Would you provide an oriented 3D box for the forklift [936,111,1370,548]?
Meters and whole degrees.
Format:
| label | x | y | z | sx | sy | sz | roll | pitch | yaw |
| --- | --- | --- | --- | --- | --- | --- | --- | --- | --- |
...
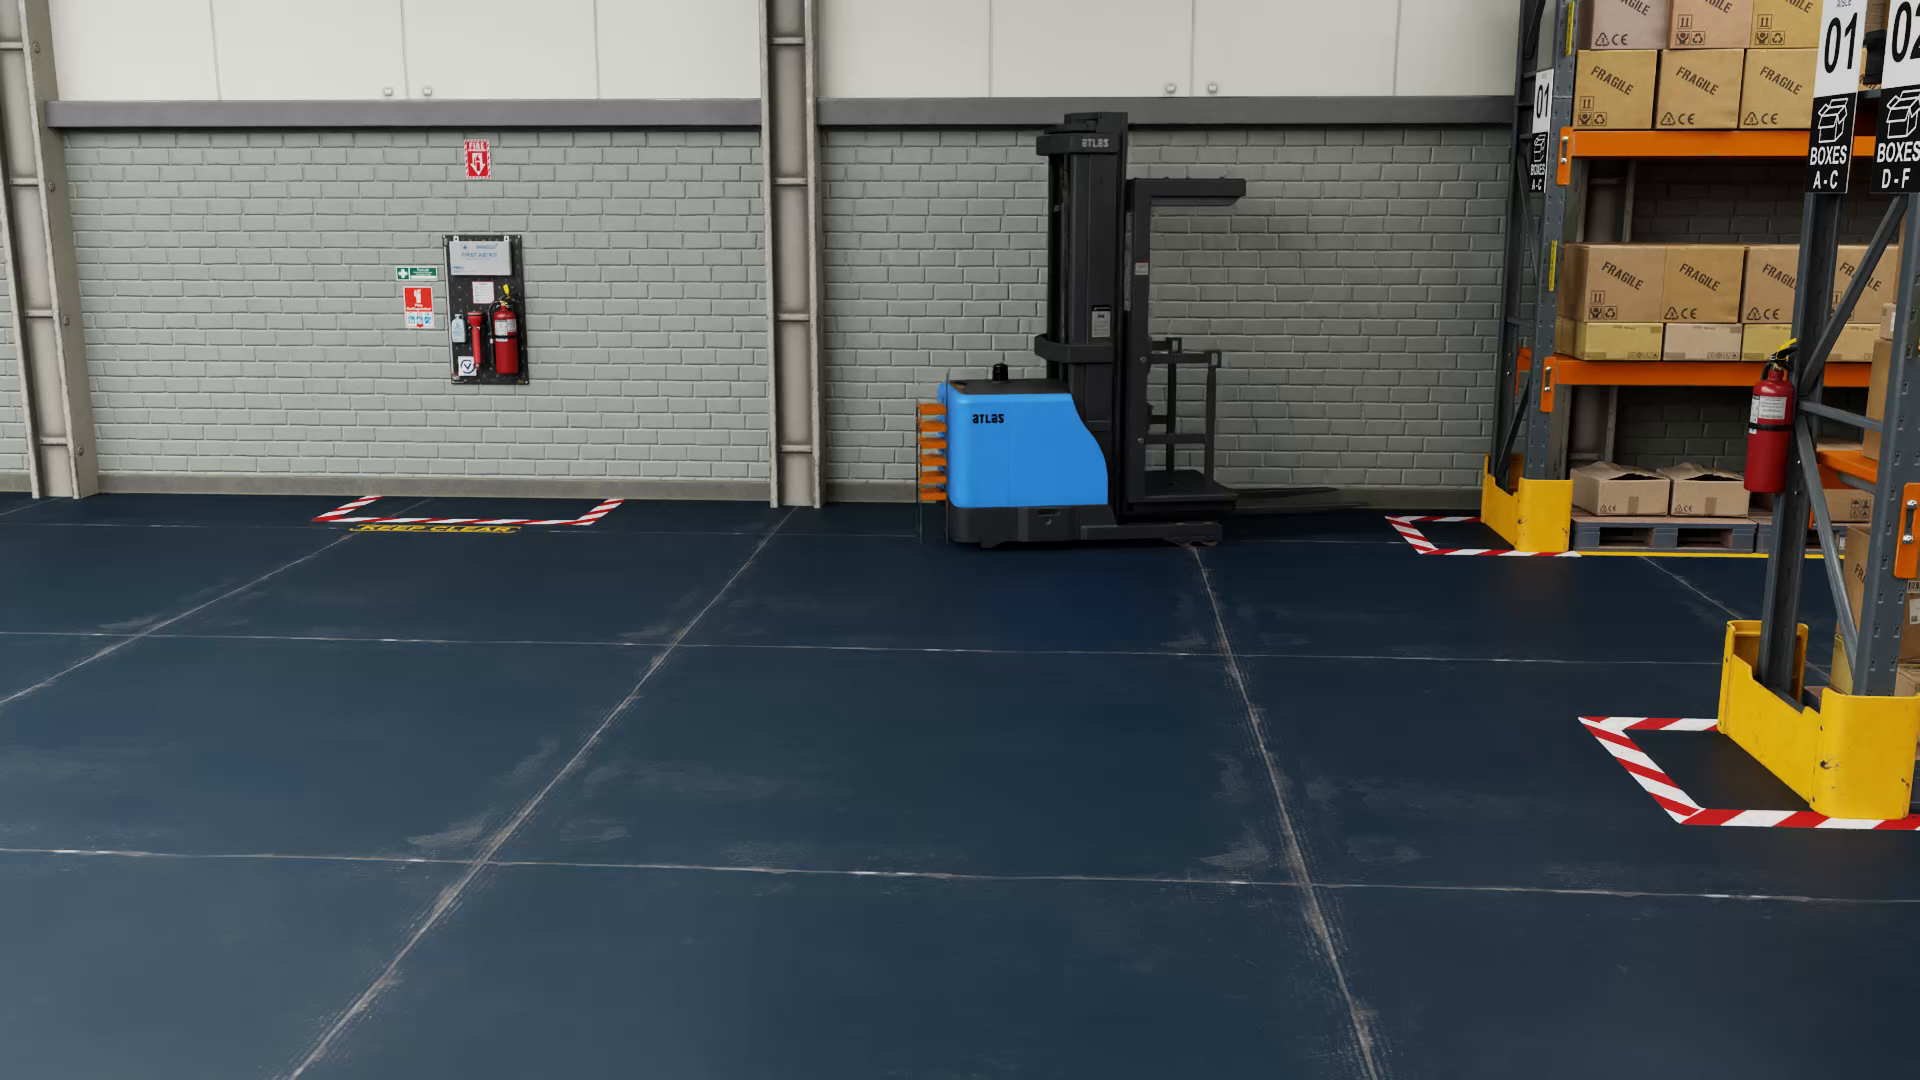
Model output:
| label | x | y | z | sx | sy | sz | roll | pitch | yaw |
| --- | --- | --- | --- | --- | --- | --- | --- | --- | --- |
| forklift | 1.386 | -1.493 | 11.746 | 3.031 | 2.935 | 1.130 | -2 | 12 | -8 |

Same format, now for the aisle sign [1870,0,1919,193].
| label | x | y | z | sx | sy | sz | roll | pitch | yaw |
| --- | --- | --- | --- | --- | --- | --- | --- | --- | --- |
| aisle sign | 3.545 | -1.702 | 6.227 | 0.004 | 0.787 | 0.394 | 1 | 12 | 4 |

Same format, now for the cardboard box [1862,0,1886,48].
| label | x | y | z | sx | sy | sz | roll | pitch | yaw |
| --- | --- | --- | --- | --- | --- | --- | --- | --- | --- |
| cardboard box | 5.943 | -3.542 | 11.313 | 0.500 | 0.500 | 0.500 | 1 | 12 | 4 |

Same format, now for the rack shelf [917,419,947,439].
| label | x | y | z | sx | sy | sz | roll | pitch | yaw |
| --- | --- | --- | --- | --- | --- | --- | --- | --- | --- |
| rack shelf | -0.199 | -0.771 | 11.570 | 0.180 | 0.103 | 0.258 | -2 | 12 | -8 |

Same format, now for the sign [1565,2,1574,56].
| label | x | y | z | sx | sy | sz | roll | pitch | yaw |
| --- | --- | --- | --- | --- | --- | --- | --- | --- | --- |
| sign | 3.922 | -3.288 | 10.700 | 0.005 | 0.325 | 0.100 | 1 | 12 | 4 |

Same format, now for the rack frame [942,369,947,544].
| label | x | y | z | sx | sy | sz | roll | pitch | yaw |
| --- | --- | --- | --- | --- | --- | --- | --- | --- | --- |
| rack frame | -0.108 | -0.583 | 11.624 | 0.006 | 1.200 | 0.240 | -2 | 12 | -8 |

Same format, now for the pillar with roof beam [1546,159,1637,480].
| label | x | y | z | sx | sy | sz | roll | pitch | yaw |
| --- | --- | --- | --- | --- | --- | --- | --- | --- | --- |
| pillar with roof beam | 4.427 | -3.727 | 7.607 | 0.400 | 9.000 | 9.100 | 1 | 12 | 4 |

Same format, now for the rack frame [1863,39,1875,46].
| label | x | y | z | sx | sy | sz | roll | pitch | yaw |
| --- | --- | --- | --- | --- | --- | --- | --- | --- | --- |
| rack frame | 3.631 | -3.427 | 6.174 | 0.127 | 3.000 | 1.000 | 1 | 12 | 4 |

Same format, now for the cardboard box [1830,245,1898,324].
| label | x | y | z | sx | sy | sz | roll | pitch | yaw |
| --- | --- | --- | --- | --- | --- | --- | --- | --- | --- |
| cardboard box | 5.938 | -1.717 | 11.134 | 0.500 | 0.500 | 0.500 | 1 | 12 | 6 |

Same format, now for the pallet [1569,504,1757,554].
| label | x | y | z | sx | sy | sz | roll | pitch | yaw |
| --- | --- | --- | --- | --- | --- | --- | --- | --- | --- |
| pallet | 4.842 | -0.119 | 11.819 | 1.213 | 0.211 | 1.003 | 1 | 12 | 4 |

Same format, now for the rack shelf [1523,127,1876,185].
| label | x | y | z | sx | sy | sz | roll | pitch | yaw |
| --- | --- | --- | --- | --- | --- | --- | --- | --- | --- |
| rack shelf | 5.954 | -2.592 | 11.262 | 4.000 | 0.370 | 1.077 | 1 | 12 | 4 |

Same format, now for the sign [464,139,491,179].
| label | x | y | z | sx | sy | sz | roll | pitch | yaw |
| --- | --- | --- | --- | --- | --- | --- | --- | --- | --- |
| sign | -3.737 | -2.949 | 12.877 | 0.199 | 0.298 | 0.001 | 1 | 12 | 4 |

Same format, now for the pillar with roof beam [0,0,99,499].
| label | x | y | z | sx | sy | sz | roll | pitch | yaw |
| --- | --- | --- | --- | --- | --- | --- | --- | --- | --- |
| pillar with roof beam | -7.546 | -3.891 | 8.392 | 0.400 | 9.000 | 9.100 | 1 | 12 | 4 |

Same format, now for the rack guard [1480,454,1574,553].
| label | x | y | z | sx | sy | sz | roll | pitch | yaw |
| --- | --- | --- | --- | --- | --- | --- | --- | --- | --- |
| rack guard | 4.034 | -0.278 | 11.877 | 0.348 | 0.500 | 1.175 | 1 | 12 | 4 |

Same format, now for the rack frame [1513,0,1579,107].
| label | x | y | z | sx | sy | sz | roll | pitch | yaw |
| --- | --- | --- | --- | --- | --- | --- | --- | --- | --- |
| rack frame | 3.958 | -4.439 | 11.012 | 0.127 | 3.000 | 1.000 | 1 | 12 | 4 |

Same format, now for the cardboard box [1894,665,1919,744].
| label | x | y | z | sx | sy | sz | roll | pitch | yaw |
| --- | --- | --- | --- | --- | --- | --- | --- | --- | --- |
| cardboard box | 4.151 | 0.702 | 6.774 | 0.500 | 0.250 | 0.500 | 1 | 12 | 4 |

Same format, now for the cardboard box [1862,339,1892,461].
| label | x | y | z | sx | sy | sz | roll | pitch | yaw |
| --- | --- | --- | --- | --- | --- | --- | --- | --- | --- |
| cardboard box | 4.096 | -0.531 | 6.735 | 0.500 | 0.500 | 0.700 | 1 | 12 | 4 |

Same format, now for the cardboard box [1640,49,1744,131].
| label | x | y | z | sx | sy | sz | roll | pitch | yaw |
| --- | --- | --- | --- | --- | --- | --- | --- | --- | --- |
| cardboard box | 4.809 | -2.959 | 10.971 | 0.500 | 0.500 | 0.500 | 2 | 12 | 8 |

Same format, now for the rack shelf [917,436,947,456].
| label | x | y | z | sx | sy | sz | roll | pitch | yaw |
| --- | --- | --- | --- | --- | --- | --- | --- | --- | --- |
| rack shelf | -0.199 | -0.654 | 11.595 | 0.180 | 0.103 | 0.258 | -2 | 12 | -8 |

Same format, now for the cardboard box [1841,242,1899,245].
| label | x | y | z | sx | sy | sz | roll | pitch | yaw |
| --- | --- | --- | --- | --- | --- | --- | --- | --- | --- |
| cardboard box | 6.482 | -1.816 | 11.611 | 0.500 | 0.500 | 0.500 | 1 | 12 | 5 |

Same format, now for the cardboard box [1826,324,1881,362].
| label | x | y | z | sx | sy | sz | roll | pitch | yaw |
| --- | --- | --- | --- | --- | --- | --- | --- | --- | --- |
| cardboard box | 5.955 | -1.348 | 11.203 | 0.500 | 0.250 | 0.500 | 1 | 12 | 4 |

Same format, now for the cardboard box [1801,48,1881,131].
| label | x | y | z | sx | sy | sz | roll | pitch | yaw |
| --- | --- | --- | --- | --- | --- | --- | --- | --- | --- |
| cardboard box | 5.863 | -2.950 | 10.927 | 0.500 | 0.500 | 0.500 | 2 | 12 | 7 |

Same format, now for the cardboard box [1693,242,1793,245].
| label | x | y | z | sx | sy | sz | roll | pitch | yaw |
| --- | --- | --- | --- | --- | --- | --- | --- | --- | --- |
| cardboard box | 5.461 | -1.828 | 11.668 | 0.500 | 0.500 | 0.500 | 0 | 12 | 2 |

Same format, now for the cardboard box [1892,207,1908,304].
| label | x | y | z | sx | sy | sz | roll | pitch | yaw |
| --- | --- | --- | --- | --- | --- | --- | --- | --- | --- |
| cardboard box | 4.149 | -1.165 | 6.599 | 0.500 | 0.500 | 0.700 | 1 | 12 | 4 |

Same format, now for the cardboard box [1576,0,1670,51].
| label | x | y | z | sx | sy | sz | roll | pitch | yaw |
| --- | --- | --- | --- | --- | --- | --- | --- | --- | --- |
| cardboard box | 4.326 | -3.464 | 10.942 | 0.500 | 0.500 | 0.500 | 0 | 12 | 0 |

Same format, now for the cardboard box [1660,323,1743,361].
| label | x | y | z | sx | sy | sz | roll | pitch | yaw |
| --- | --- | --- | --- | --- | --- | --- | --- | --- | --- |
| cardboard box | 4.943 | -1.363 | 11.278 | 0.500 | 0.250 | 0.500 | 0 | 12 | 2 |

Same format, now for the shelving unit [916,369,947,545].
| label | x | y | z | sx | sy | sz | roll | pitch | yaw |
| --- | --- | --- | --- | --- | --- | --- | --- | --- | --- |
| shelving unit | -0.199 | -0.580 | 11.611 | 0.189 | 1.200 | 0.258 | -2 | 12 | -8 |

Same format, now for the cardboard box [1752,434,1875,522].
| label | x | y | z | sx | sy | sz | roll | pitch | yaw |
| --- | --- | --- | --- | --- | --- | --- | --- | --- | --- |
| cardboard box | 5.940 | -0.439 | 11.570 | 0.500 | 0.500 | 0.700 | 0 | 12 | 0 |

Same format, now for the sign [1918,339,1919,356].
| label | x | y | z | sx | sy | sz | roll | pitch | yaw |
| --- | --- | --- | --- | --- | --- | --- | --- | --- | --- |
| sign | 3.588 | -0.840 | 6.150 | 0.005 | 0.325 | 0.100 | 1 | 12 | 4 |

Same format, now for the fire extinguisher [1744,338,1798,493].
| label | x | y | z | sx | sy | sz | roll | pitch | yaw |
| --- | --- | --- | --- | --- | --- | --- | --- | --- | --- |
| fire extinguisher | 3.544 | -0.549 | 7.258 | 0.183 | 0.674 | 0.296 | 1 | 12 | 4 |

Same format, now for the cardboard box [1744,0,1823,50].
| label | x | y | z | sx | sy | sz | roll | pitch | yaw |
| --- | --- | --- | --- | --- | --- | --- | --- | --- | --- |
| cardboard box | 5.336 | -3.442 | 10.837 | 0.500 | 0.500 | 0.500 | 1 | 12 | 5 |

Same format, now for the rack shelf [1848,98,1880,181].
| label | x | y | z | sx | sy | sz | roll | pitch | yaw |
| --- | --- | --- | --- | --- | --- | --- | --- | --- | --- |
| rack shelf | 5.627 | -1.580 | 6.424 | 4.000 | 0.370 | 1.077 | 1 | 12 | 4 |

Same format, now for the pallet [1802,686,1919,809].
| label | x | y | z | sx | sy | sz | roll | pitch | yaw |
| --- | --- | --- | --- | --- | --- | --- | --- | --- | --- |
| pallet | 4.397 | 0.876 | 7.065 | 1.213 | 0.211 | 1.003 | 1 | 12 | 4 |

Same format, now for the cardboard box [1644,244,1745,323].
| label | x | y | z | sx | sy | sz | roll | pitch | yaw |
| --- | --- | --- | --- | --- | --- | --- | --- | --- | --- |
| cardboard box | 4.907 | -1.730 | 11.196 | 0.500 | 0.500 | 0.500 | 1 | 12 | 4 |

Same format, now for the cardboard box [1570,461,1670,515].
| label | x | y | z | sx | sy | sz | roll | pitch | yaw |
| --- | --- | --- | --- | --- | --- | --- | --- | --- | --- |
| cardboard box | 4.643 | -0.374 | 11.723 | 0.500 | 0.311 | 0.500 | -1 | 12 | -3 |

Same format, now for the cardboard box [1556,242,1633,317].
| label | x | y | z | sx | sy | sz | roll | pitch | yaw |
| --- | --- | --- | --- | --- | --- | --- | --- | --- | --- |
| cardboard box | 4.443 | -1.843 | 11.740 | 0.500 | 0.500 | 0.500 | 1 | 12 | 3 |

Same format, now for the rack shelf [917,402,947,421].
| label | x | y | z | sx | sy | sz | roll | pitch | yaw |
| --- | --- | --- | --- | --- | --- | --- | --- | --- | --- |
| rack shelf | -0.199 | -0.889 | 11.546 | 0.180 | 0.103 | 0.258 | -2 | 12 | -8 |
